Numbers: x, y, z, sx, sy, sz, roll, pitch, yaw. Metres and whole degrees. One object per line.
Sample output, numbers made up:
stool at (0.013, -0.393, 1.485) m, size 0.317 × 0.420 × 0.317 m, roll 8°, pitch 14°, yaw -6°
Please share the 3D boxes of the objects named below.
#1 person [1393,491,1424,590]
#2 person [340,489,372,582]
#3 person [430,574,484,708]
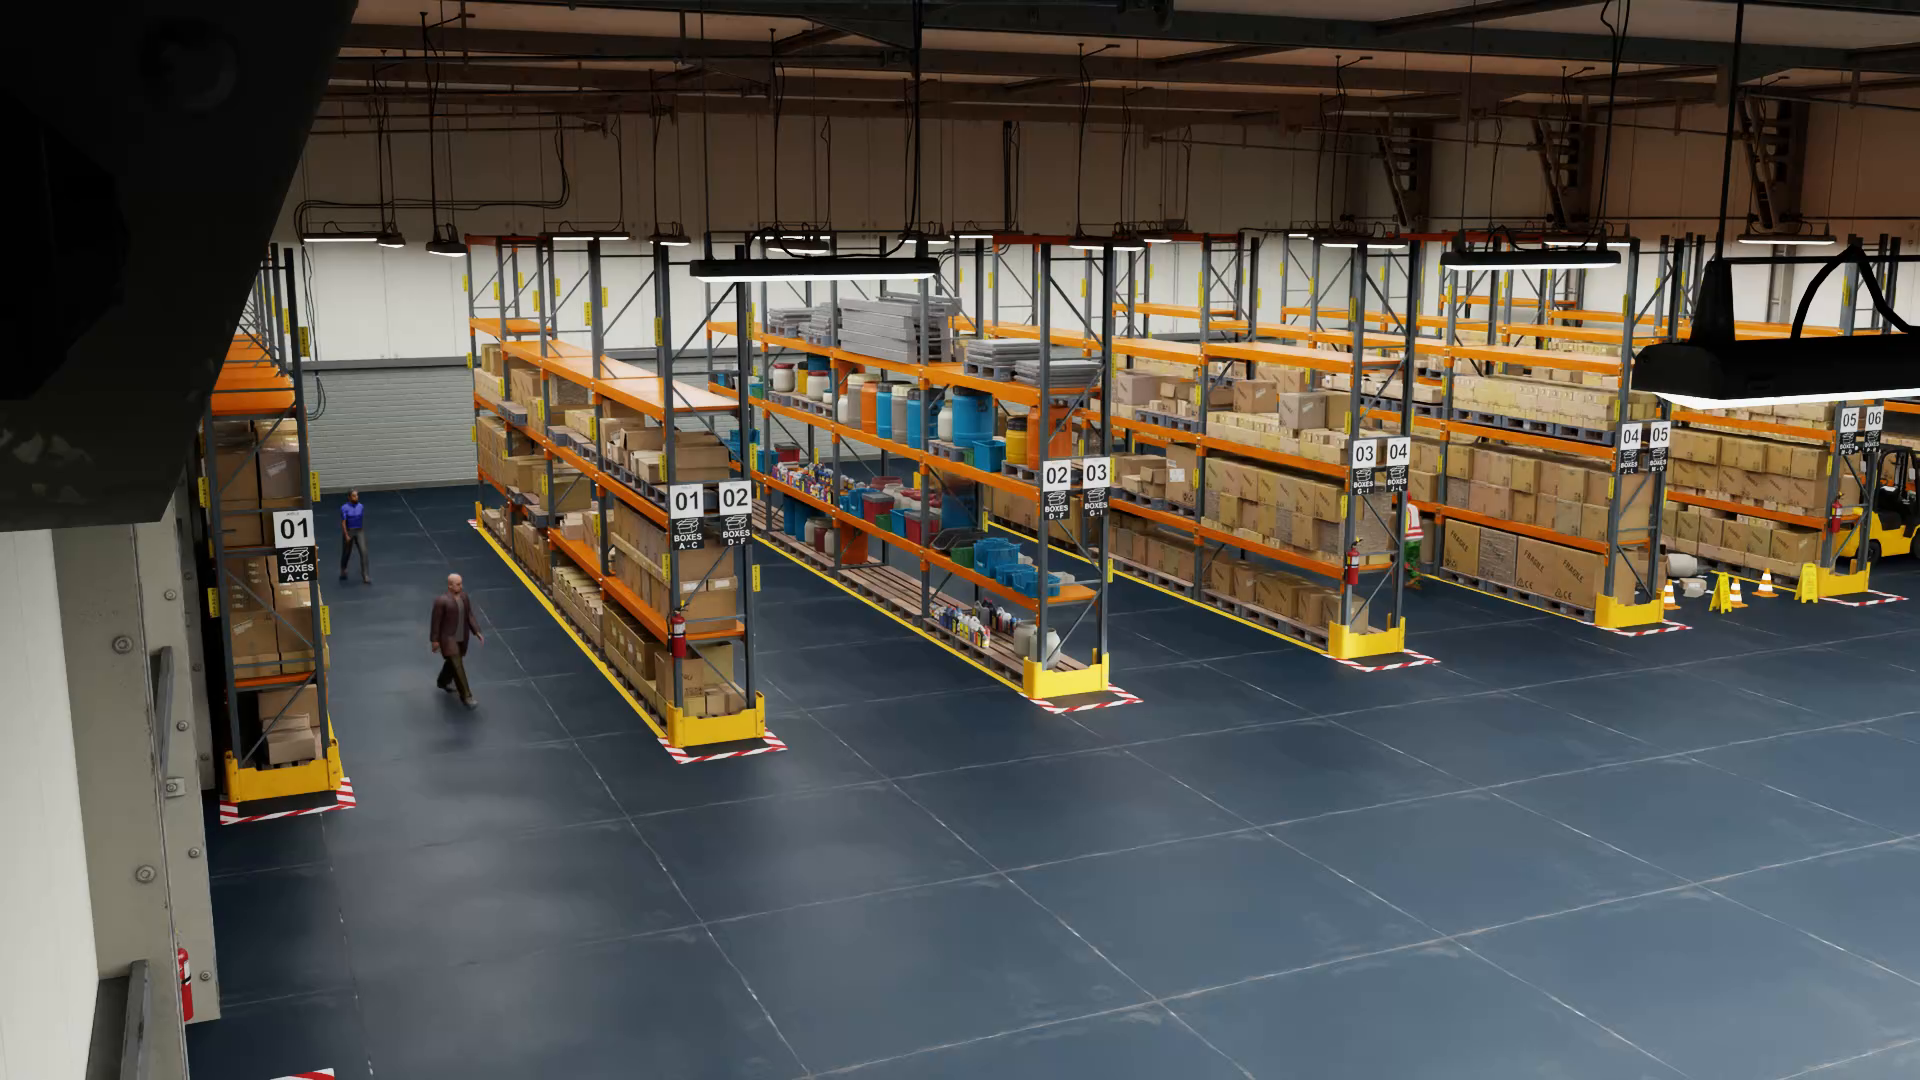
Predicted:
person at (7.790, -0.003, 28.792) m, size 0.624 × 1.672 × 0.786 m, roll -5°, pitch 12°, yaw -26°
person at (-10.701, -0.103, 29.333) m, size 0.422 × 1.599 × 0.984 m, roll -7°, pitch 13°, yaw -34°
person at (-6.645, 1.282, 21.874) m, size 1.204 × 1.712 × 0.656 m, roll 9°, pitch 14°, yaw 40°
